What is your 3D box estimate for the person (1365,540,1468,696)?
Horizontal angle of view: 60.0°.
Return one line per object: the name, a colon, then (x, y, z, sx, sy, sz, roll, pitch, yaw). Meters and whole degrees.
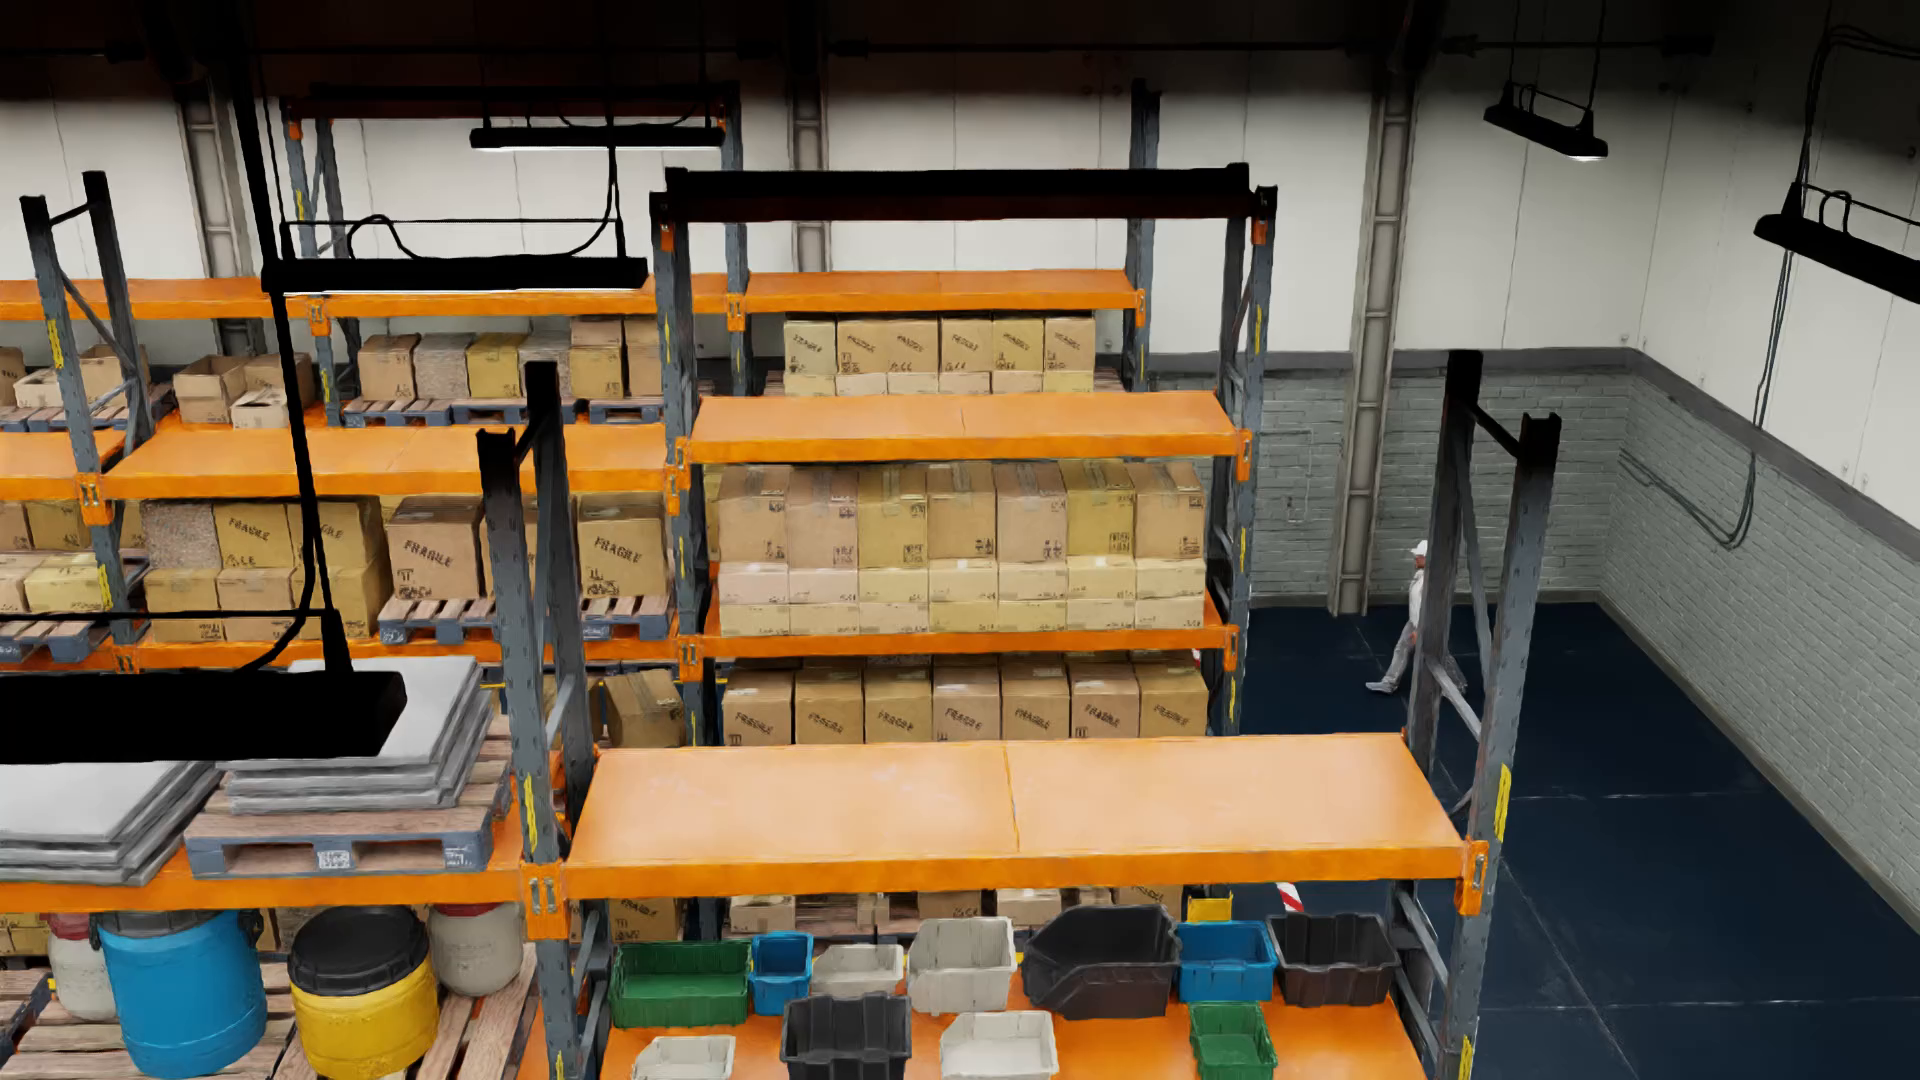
person: (4.715, 0.815, 16.852, 1.030, 1.725, 0.553, -1, 22, -3)
